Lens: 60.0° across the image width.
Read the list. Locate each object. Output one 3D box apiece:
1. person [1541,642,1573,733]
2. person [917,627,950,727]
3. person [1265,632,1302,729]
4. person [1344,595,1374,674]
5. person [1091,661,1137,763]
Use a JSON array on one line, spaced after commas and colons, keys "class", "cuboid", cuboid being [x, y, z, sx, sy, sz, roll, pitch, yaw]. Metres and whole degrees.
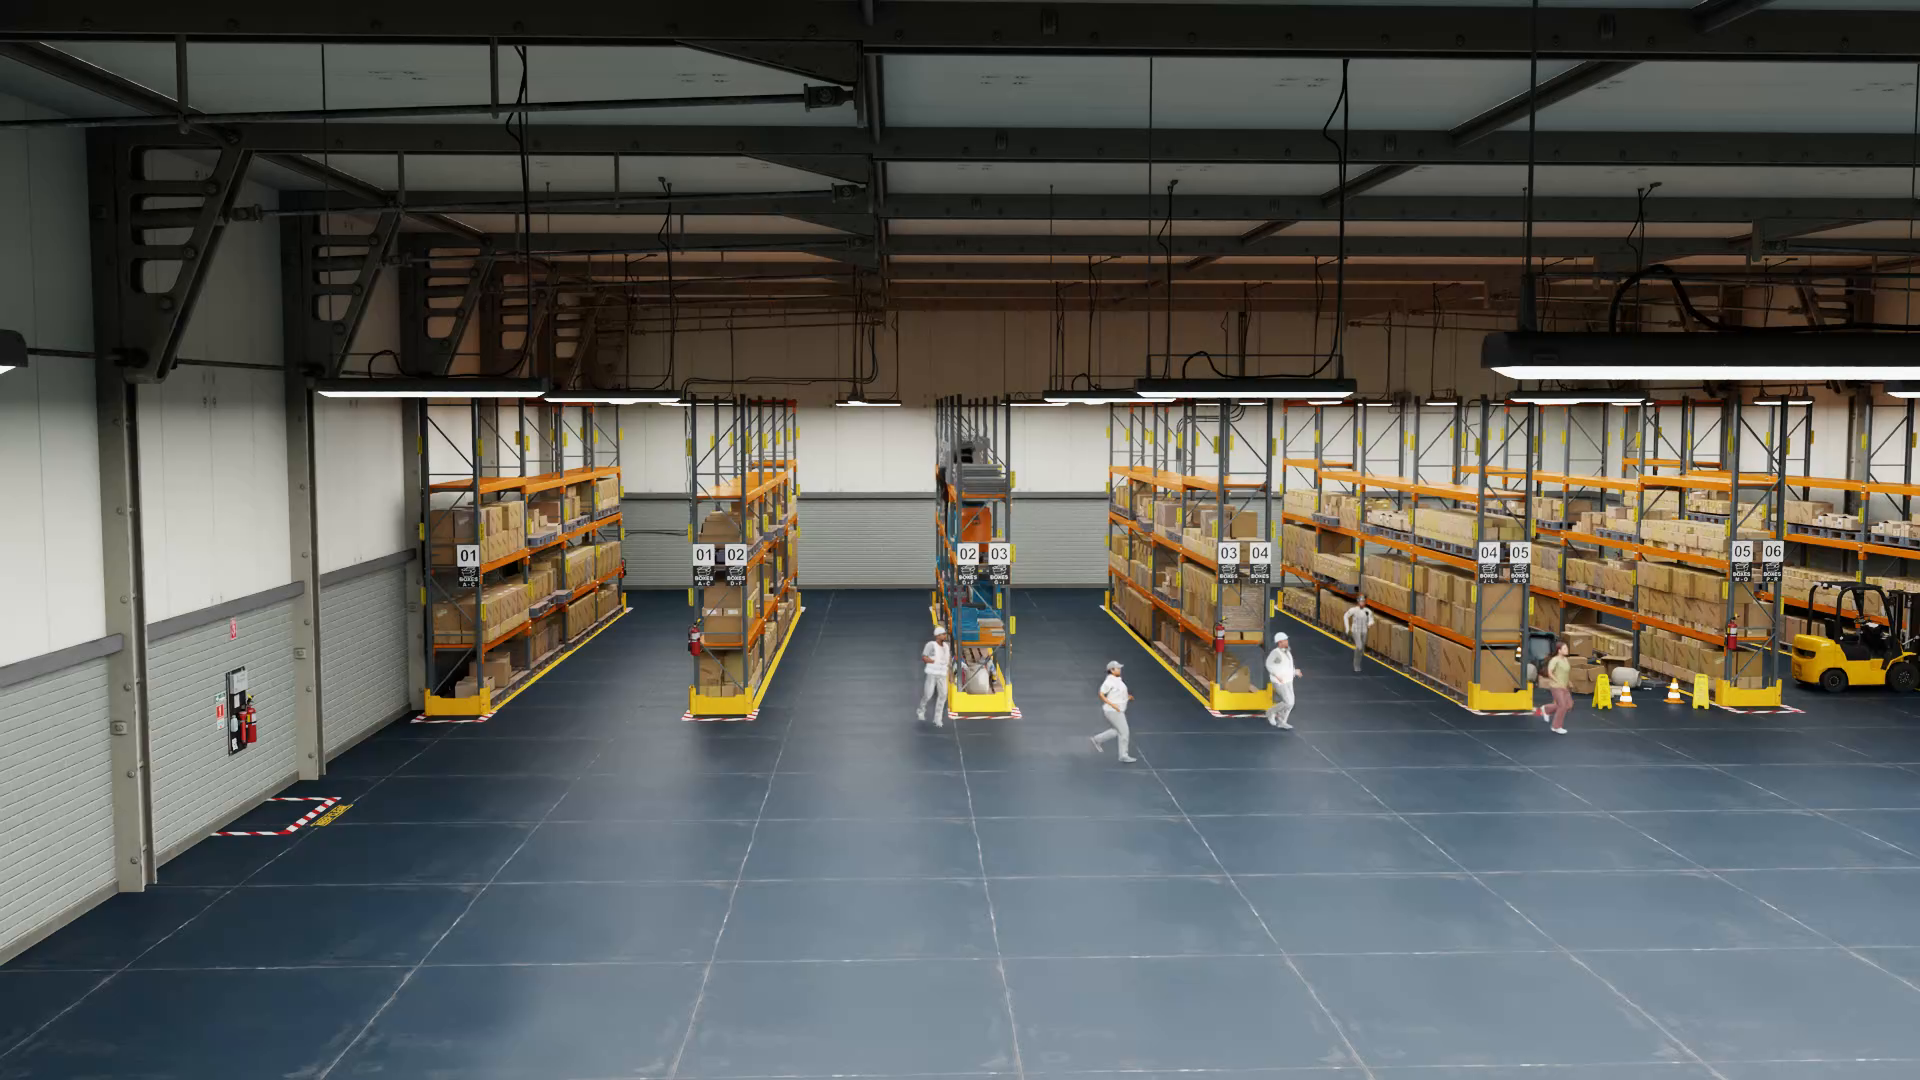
[{"class": "person", "cuboid": [10.587, 2.604, 29.503, 0.565, 1.620, 0.534, -4, 6, -42]}, {"class": "person", "cuboid": [-0.368, 2.468, 30.250, 0.682, 1.752, 0.819, -3, 5, -32]}, {"class": "person", "cuboid": [5.786, 2.517, 29.783, 0.585, 1.732, 0.681, 4, 6, 39]}, {"class": "person", "cuboid": [8.693, 2.044, 36.131, 0.572, 1.709, 0.771, -1, 5, -9]}, {"class": "person", "cuboid": [2.508, 2.778, 27.056, 0.776, 1.632, 0.620, 2, 5, 21]}]
